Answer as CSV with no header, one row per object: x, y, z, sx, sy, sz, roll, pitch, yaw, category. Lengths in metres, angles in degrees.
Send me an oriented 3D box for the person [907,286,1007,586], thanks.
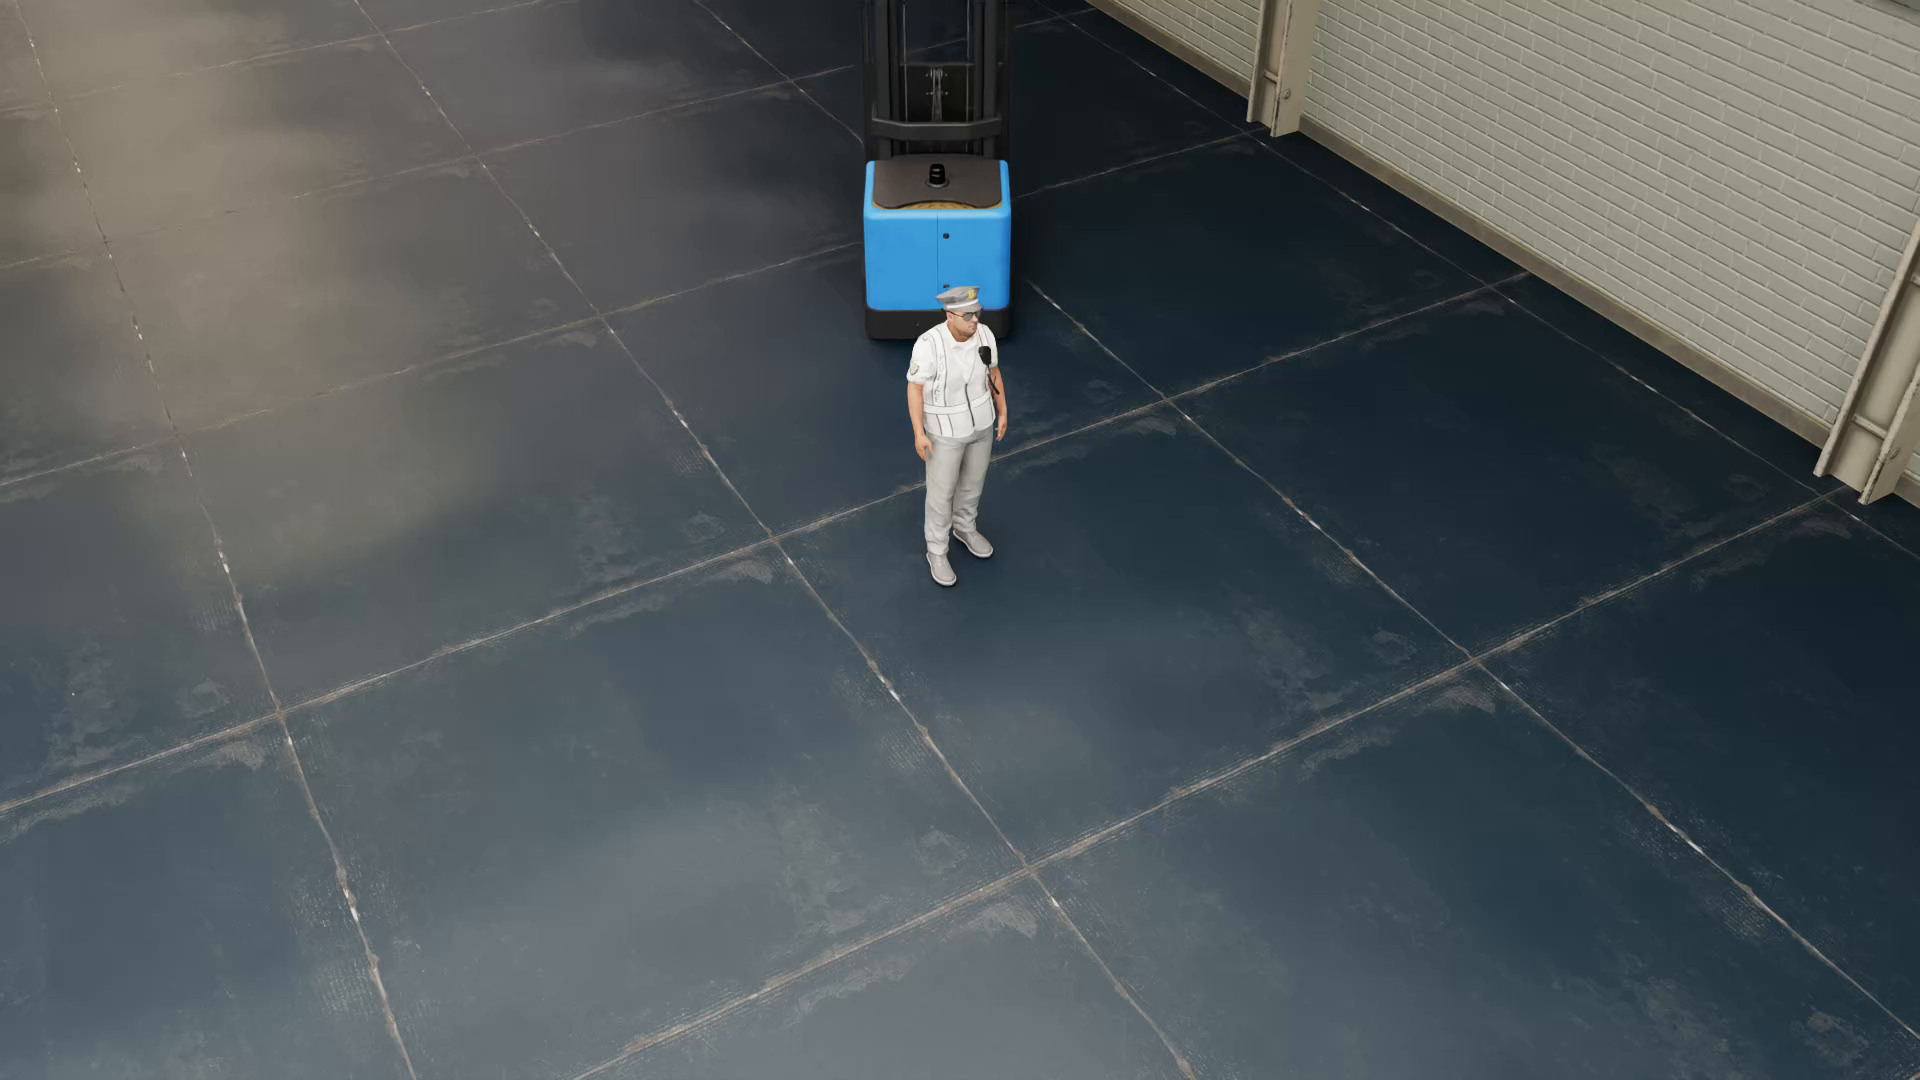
0.028,-0.645,9.703,0.640,1.781,0.574,-20,44,-23,person

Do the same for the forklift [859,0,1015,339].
-0.171,-3.485,12.238,1.130,2.935,3.031,0,40,-1,forklift
